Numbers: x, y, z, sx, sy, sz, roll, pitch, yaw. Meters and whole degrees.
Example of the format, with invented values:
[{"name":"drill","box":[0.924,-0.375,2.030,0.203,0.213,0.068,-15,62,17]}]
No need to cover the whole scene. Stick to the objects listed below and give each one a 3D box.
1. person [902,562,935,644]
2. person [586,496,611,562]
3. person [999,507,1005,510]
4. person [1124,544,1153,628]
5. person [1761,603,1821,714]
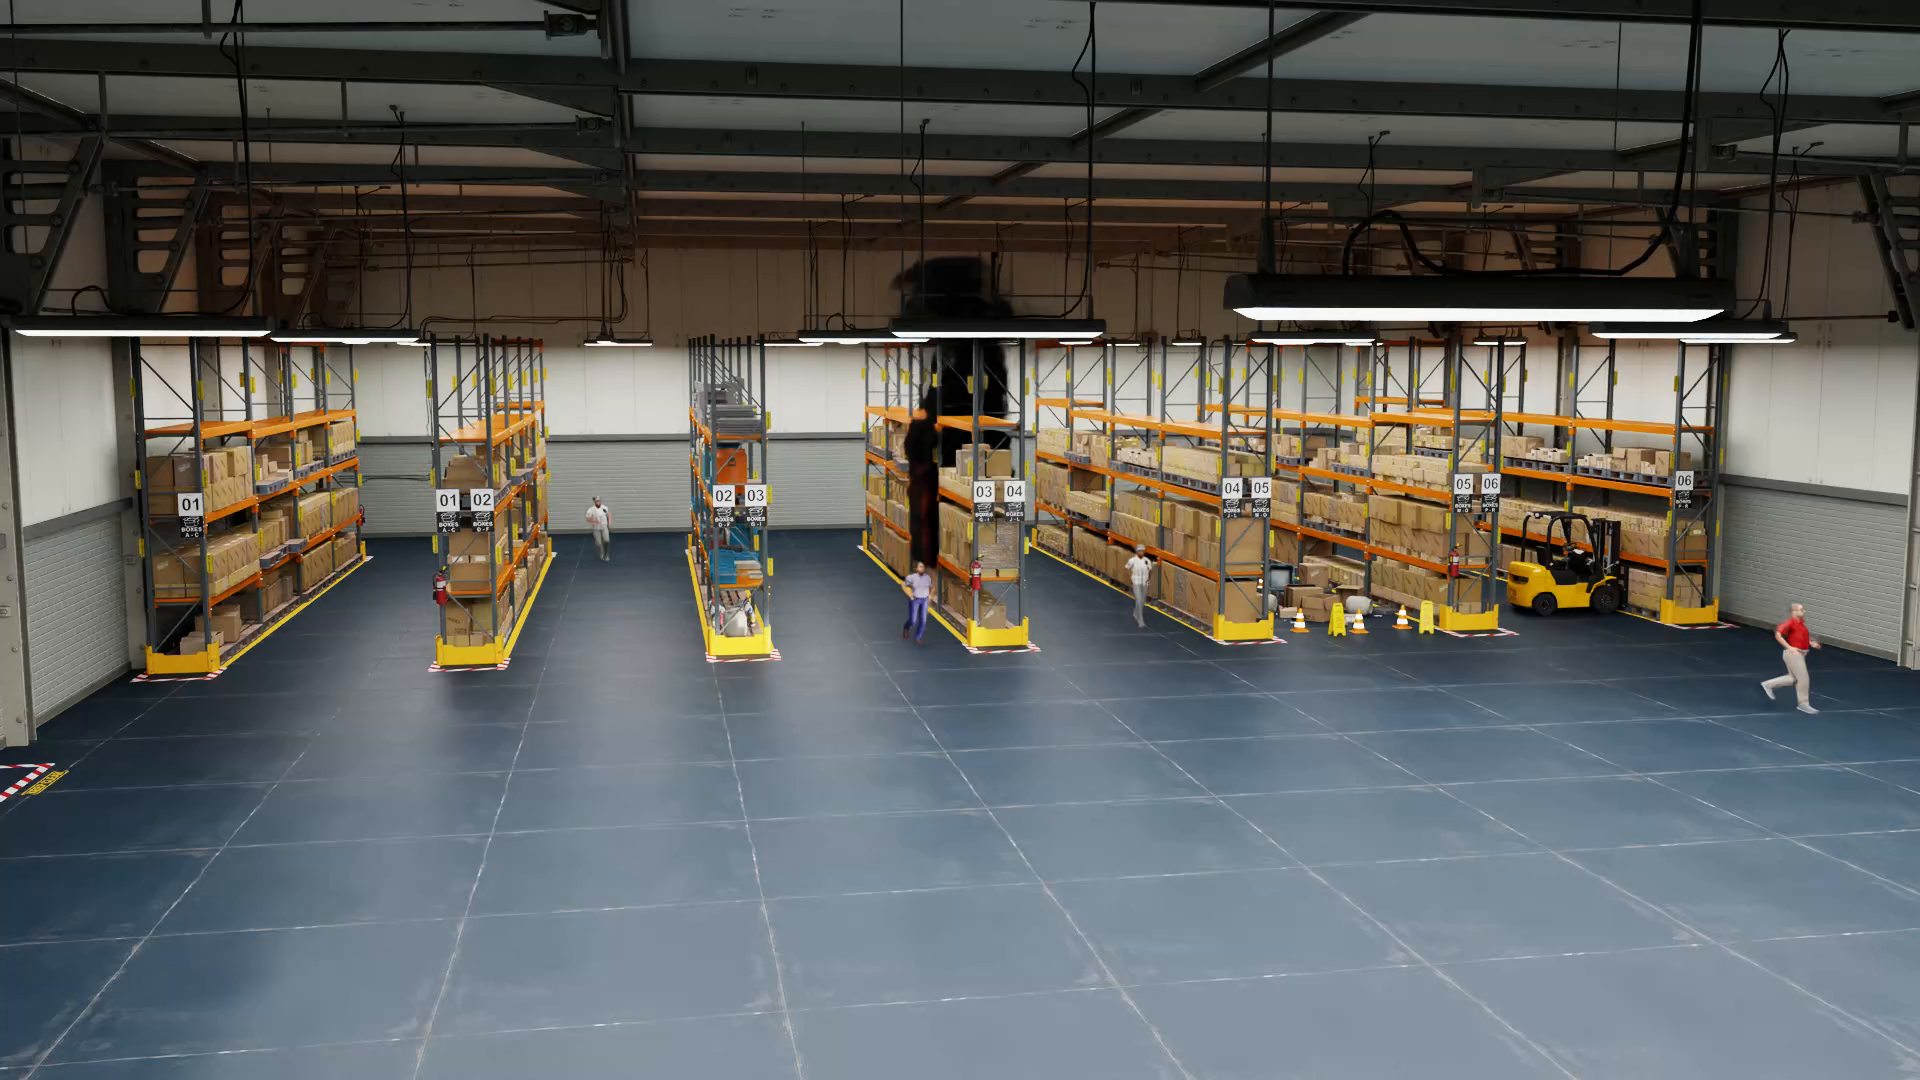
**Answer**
[{"name":"person","box":[-0.799,1.224,32.500,0.646,1.606,0.553,-2,7,-20]},{"name":"person","box":[-9.771,-0.290,45.021,0.690,1.831,0.630,-3,7,-24]},{"name":"person","box":[1.166,-0.728,48.630,0.733,1.748,0.912,5,8,37]},{"name":"person","box":[3.736,0.924,34.649,0.596,1.705,0.838,-2,7,-14]},{"name":"person","box":[13.230,1.864,26.438,0.903,1.731,0.663,5,9,40]}]
